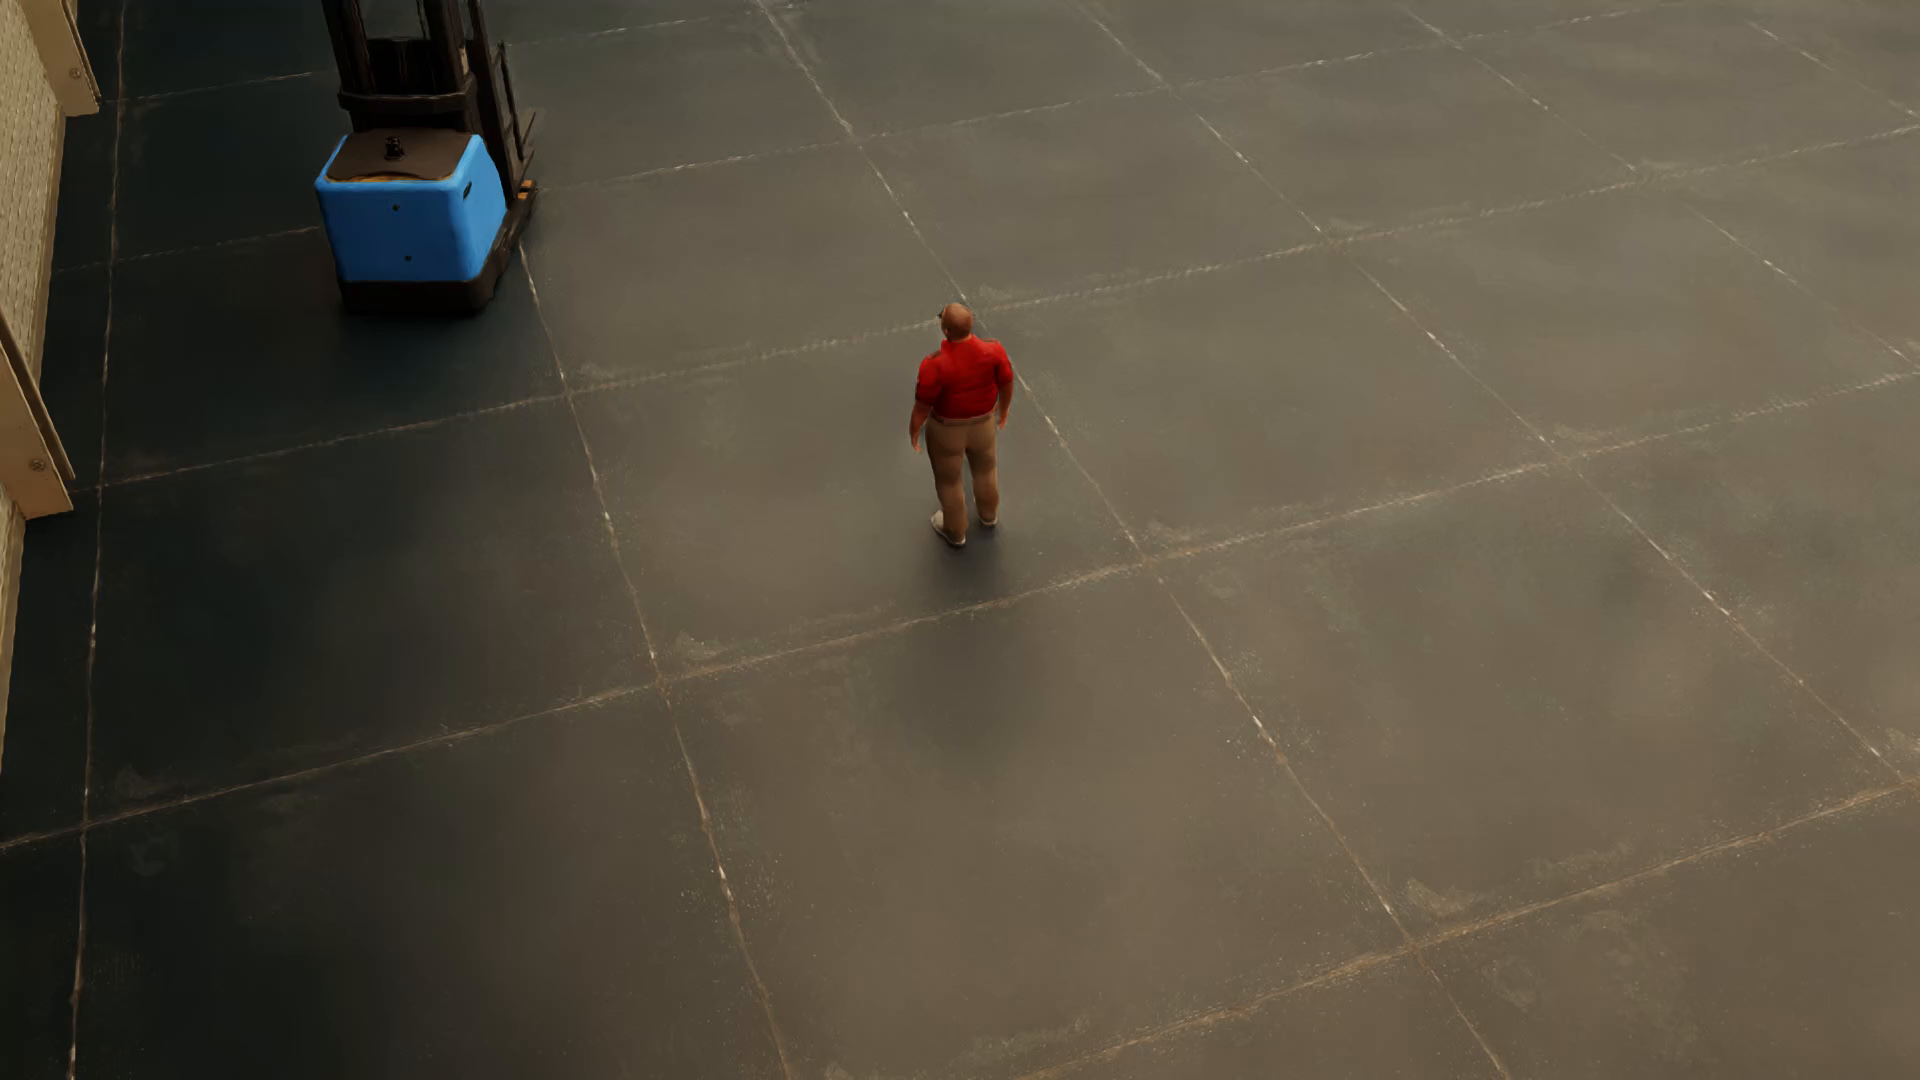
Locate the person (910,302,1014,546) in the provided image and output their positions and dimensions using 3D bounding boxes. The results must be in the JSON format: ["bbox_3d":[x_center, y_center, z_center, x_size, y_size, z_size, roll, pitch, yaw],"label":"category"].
[{"bbox_3d":[-0.020,-0.724,9.783,0.640,1.727,0.550,-13,42,-15],"label":"person"}]

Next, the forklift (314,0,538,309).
[{"bbox_3d":[-4.011,-3.729,12.437,1.130,2.935,3.031,0,40,0],"label":"forklift"}]
